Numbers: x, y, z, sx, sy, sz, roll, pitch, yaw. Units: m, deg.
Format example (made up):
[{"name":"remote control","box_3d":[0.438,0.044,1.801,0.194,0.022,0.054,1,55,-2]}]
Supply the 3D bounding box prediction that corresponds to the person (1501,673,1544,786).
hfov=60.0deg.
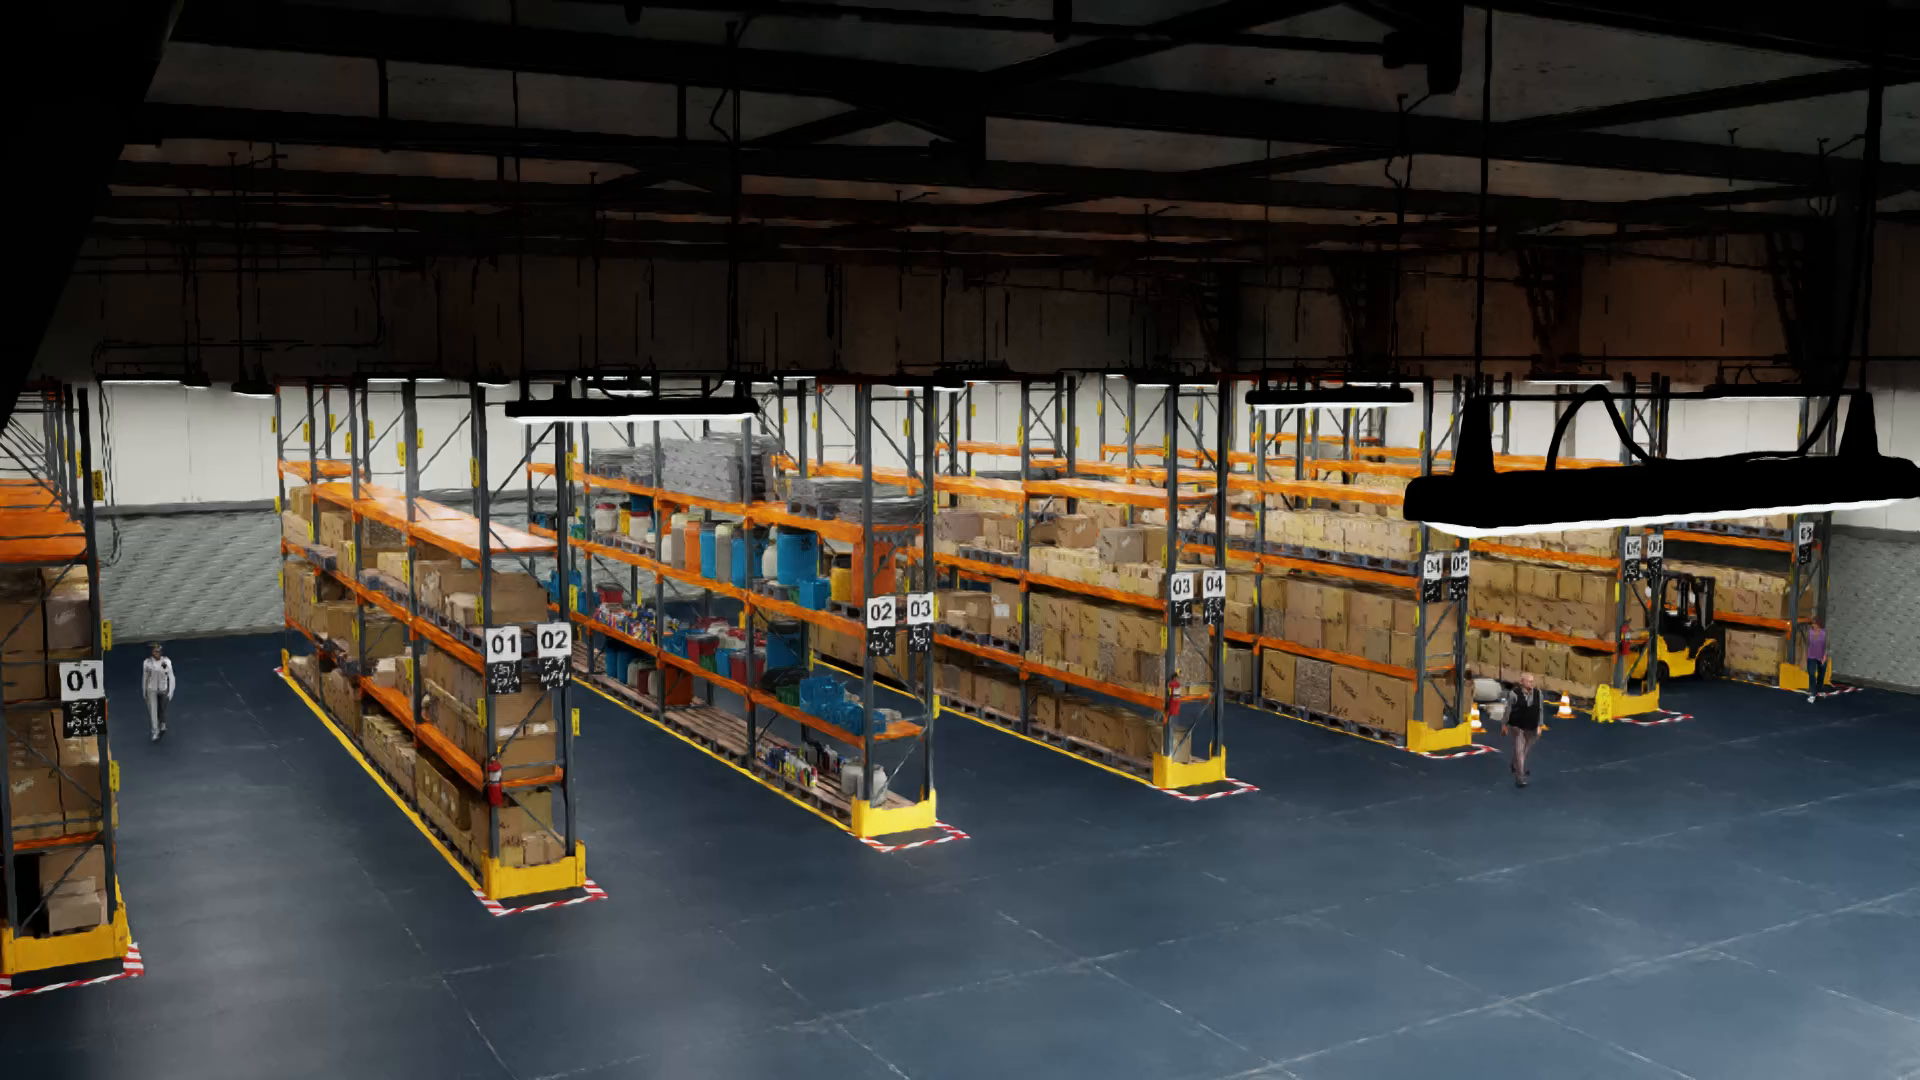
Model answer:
[{"name":"person","box_3d":[8.425,2.794,24.845,0.576,1.676,0.962,-1,6,-7]}]

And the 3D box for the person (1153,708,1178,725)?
[{"name":"person","box_3d":[3.586,2.386,28.371,0.719,1.714,0.575,-4,7,-31]}]

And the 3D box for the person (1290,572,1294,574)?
[{"name":"person","box_3d":[6.973,1.563,35.347,0.581,1.784,0.666,-1,6,-7]}]

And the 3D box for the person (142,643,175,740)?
[{"name":"person","box_3d":[-13.383,2.483,27.796,0.488,1.590,1.071,-4,7,-32]}]

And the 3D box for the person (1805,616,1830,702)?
[{"name":"person","box_3d":[15.871,2.183,30.760,0.444,1.586,0.639,4,7,33]}]
